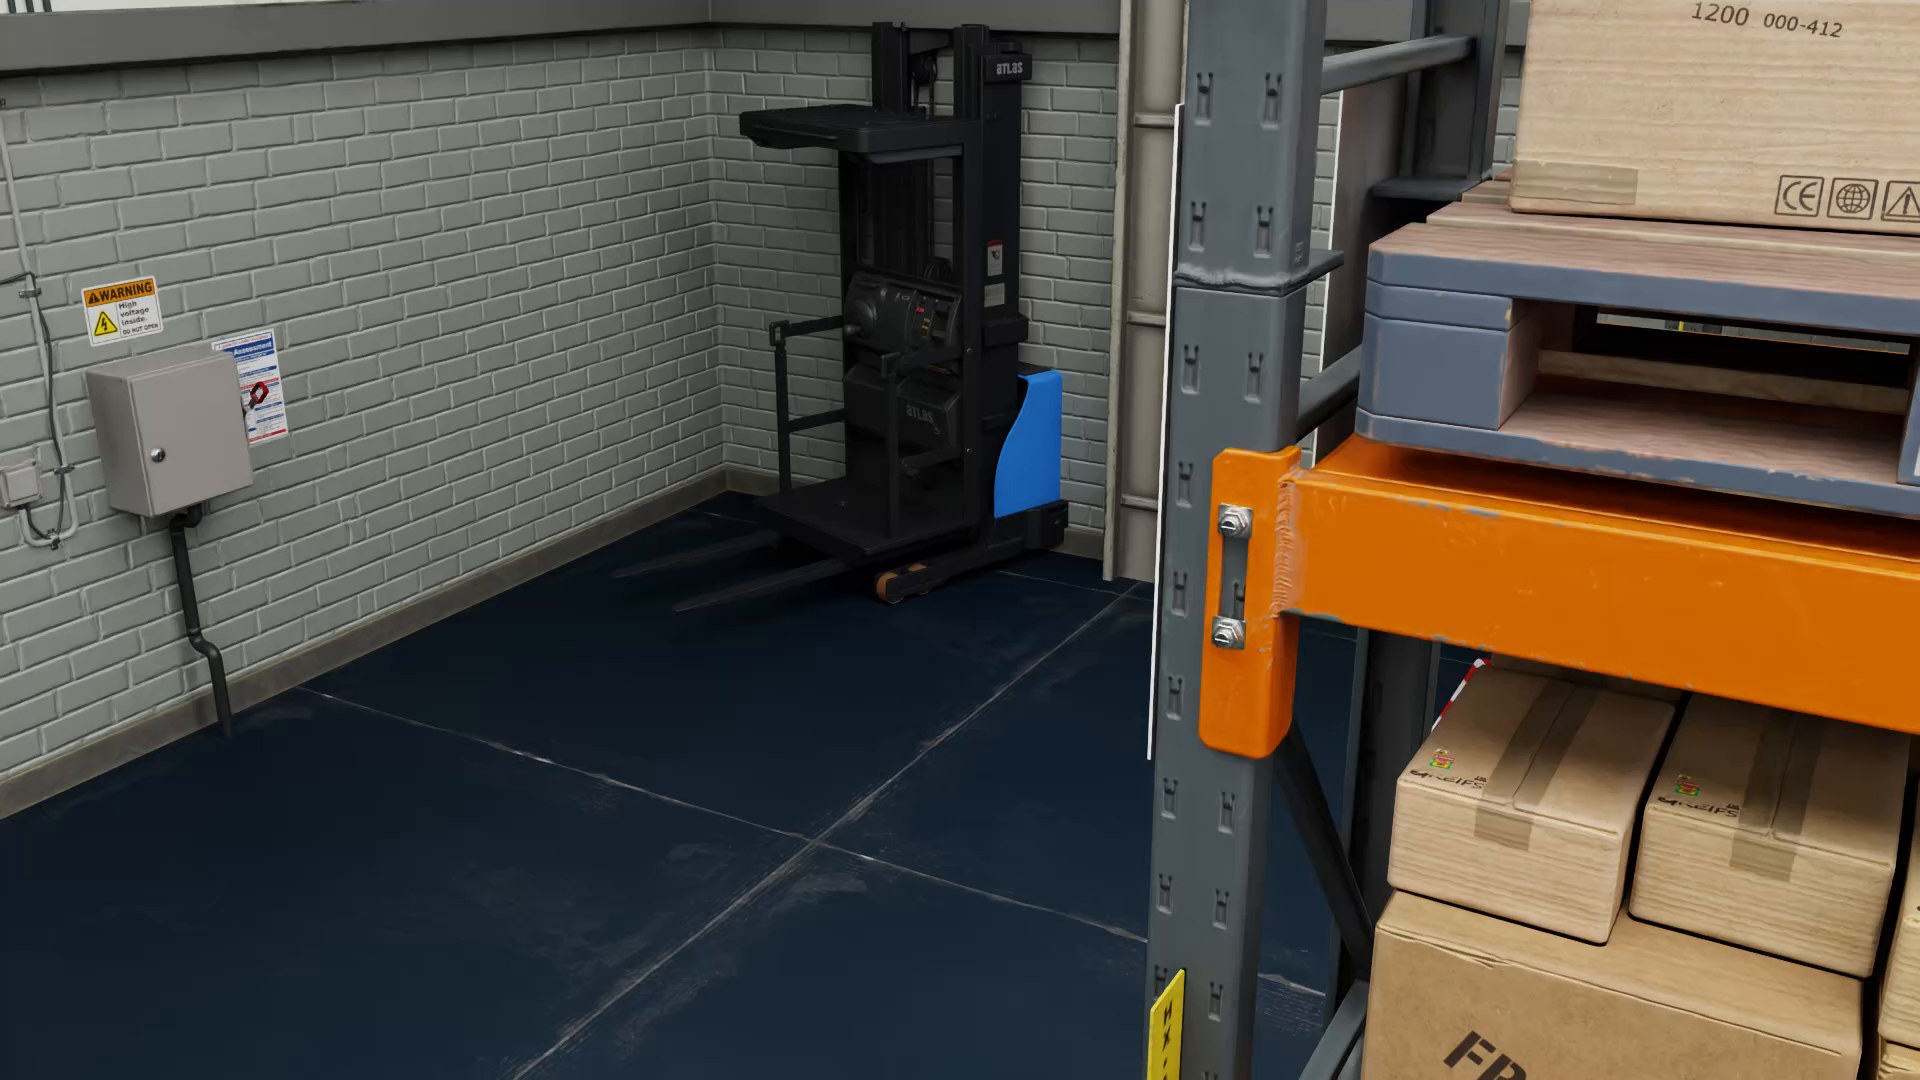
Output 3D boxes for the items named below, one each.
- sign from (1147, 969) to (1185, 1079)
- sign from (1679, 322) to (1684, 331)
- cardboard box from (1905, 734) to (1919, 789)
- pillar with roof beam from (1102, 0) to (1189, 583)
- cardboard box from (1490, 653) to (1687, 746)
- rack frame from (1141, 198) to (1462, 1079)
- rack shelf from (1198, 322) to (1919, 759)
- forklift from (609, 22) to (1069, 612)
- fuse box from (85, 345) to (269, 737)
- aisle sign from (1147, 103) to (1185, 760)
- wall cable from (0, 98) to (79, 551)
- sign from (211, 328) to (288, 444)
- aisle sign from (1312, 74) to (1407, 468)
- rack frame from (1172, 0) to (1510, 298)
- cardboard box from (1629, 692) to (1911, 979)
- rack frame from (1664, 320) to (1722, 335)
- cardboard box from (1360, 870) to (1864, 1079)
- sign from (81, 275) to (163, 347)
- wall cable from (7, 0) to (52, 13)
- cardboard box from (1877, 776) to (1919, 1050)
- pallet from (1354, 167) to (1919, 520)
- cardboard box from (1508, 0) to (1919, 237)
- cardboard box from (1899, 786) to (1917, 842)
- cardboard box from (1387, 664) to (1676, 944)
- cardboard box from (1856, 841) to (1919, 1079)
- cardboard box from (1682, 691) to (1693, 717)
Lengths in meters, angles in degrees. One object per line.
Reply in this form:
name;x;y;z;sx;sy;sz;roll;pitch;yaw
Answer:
sign;0.258;0.711;2.121;0.005;0.325;0.100;11;23;27
sign;2.687;-0.733;6.217;0.005;0.325;0.100;11;23;27
cardboard box;1.445;0.222;2.291;0.250;0.149;0.380;11;22;27
pillar with roof beam;-1.062;-2.743;4.230;0.400;9.000;9.100;11;23;27
cardboard box;0.945;0.169;2.437;0.250;0.149;0.380;11;23;28
rack frame;0.534;0.991;2.735;0.127;3.000;1.000;11;23;27
rack shelf;2.280;0.251;1.429;4.000;0.370;1.077;11;23;27
forklift;-0.478;-1.238;8.979;3.031;2.935;1.130;-16;26;-38
fuse box;-3.248;0.065;7.178;0.414;1.711;0.539;11;23;27
aisle sign;0.330;-0.157;2.087;0.004;0.787;0.394;11;23;27
wall cable;-3.718;-0.842;6.297;0.122;1.984;0.588;11;23;27
sign;-3.188;-0.678;7.475;0.001;0.494;0.329;11;23;27
aisle sign;0.623;-0.336;2.579;0.004;0.787;0.394;11;23;27
rack frame;0.534;-1.829;1.712;0.127;3.000;1.000;11;23;27
cardboard box;0.973;0.333;1.985;0.250;0.149;0.380;11;23;29
rack frame;2.952;-0.488;6.810;0.127;3.000;1.000;11;23;27
cardboard box;0.814;0.638;2.094;0.500;0.500;0.500;10;22;26
sign;-3.456;-0.947;6.867;0.001;0.242;0.339;11;23;27
wall cable;-2.808;-3.756;6.967;0.133;3.039;2.988;11;23;27
cardboard box;1.144;0.410;1.772;0.250;0.149;0.380;12;23;29
pallet;1.187;-0.257;1.907;1.213;0.211;1.003;11;23;27
cardboard box;0.971;-0.545;2.028;0.500;0.250;0.500;9;22;22
cardboard box;1.542;0.561;2.306;0.500;0.500;0.500;11;23;27
cardboard box;0.709;0.310;2.047;0.250;0.149;0.380;11;23;28
cardboard box;1.269;0.722;1.863;0.500;0.500;0.500;10;22;26
cardboard box;1.179;0.204;2.340;0.250;0.149;0.380;11;23;28
